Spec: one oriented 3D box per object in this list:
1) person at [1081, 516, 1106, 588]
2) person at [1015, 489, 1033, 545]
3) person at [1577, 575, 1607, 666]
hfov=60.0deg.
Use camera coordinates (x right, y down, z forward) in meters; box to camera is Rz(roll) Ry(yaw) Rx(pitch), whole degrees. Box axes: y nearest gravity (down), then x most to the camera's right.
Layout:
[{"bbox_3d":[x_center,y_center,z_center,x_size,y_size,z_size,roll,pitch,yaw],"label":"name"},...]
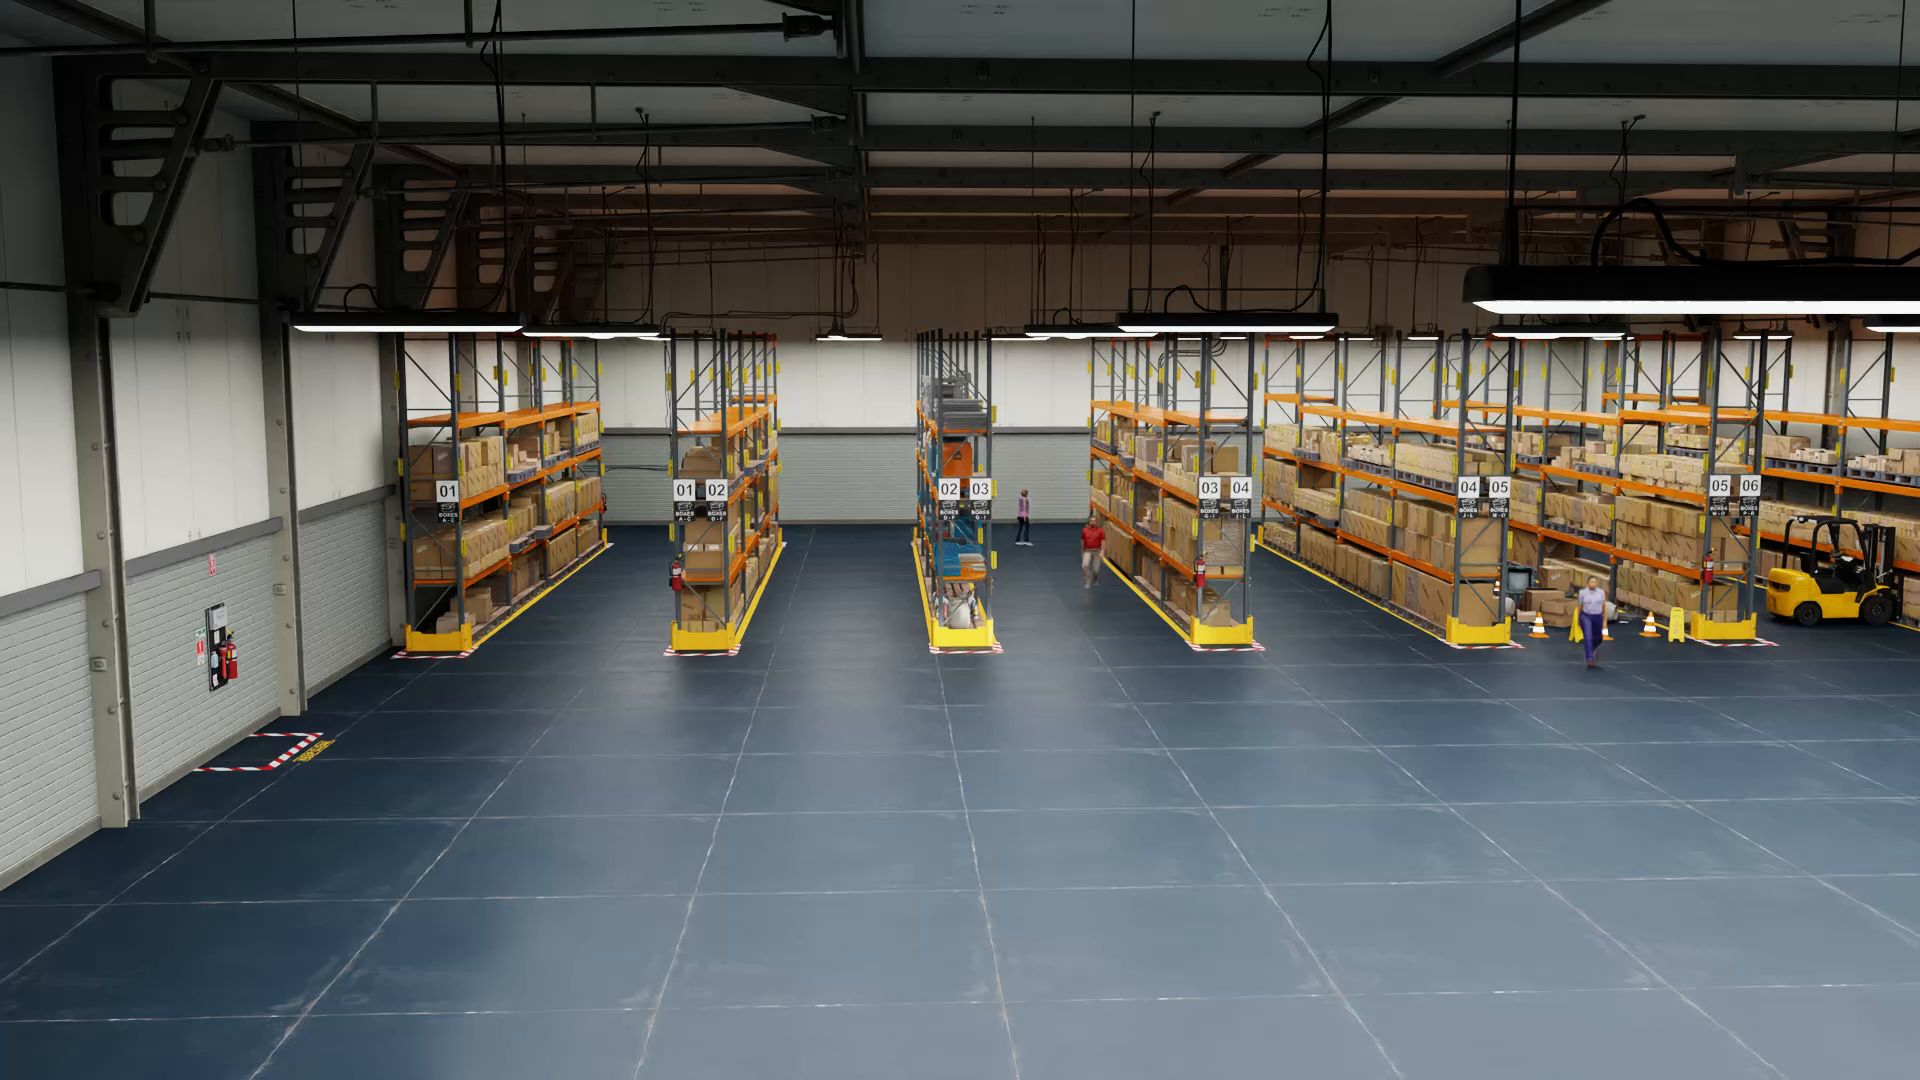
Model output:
[{"bbox_3d":[2.991,0.265,37.252,0.546,1.599,0.954,0,7,4],"label":"person"},{"bbox_3d":[1.809,-0.643,47.410,0.518,1.625,0.463,-3,7,-25],"label":"person"},{"bbox_3d":[11.325,1.411,29.826,0.504,1.608,0.895,1,7,5],"label":"person"}]
